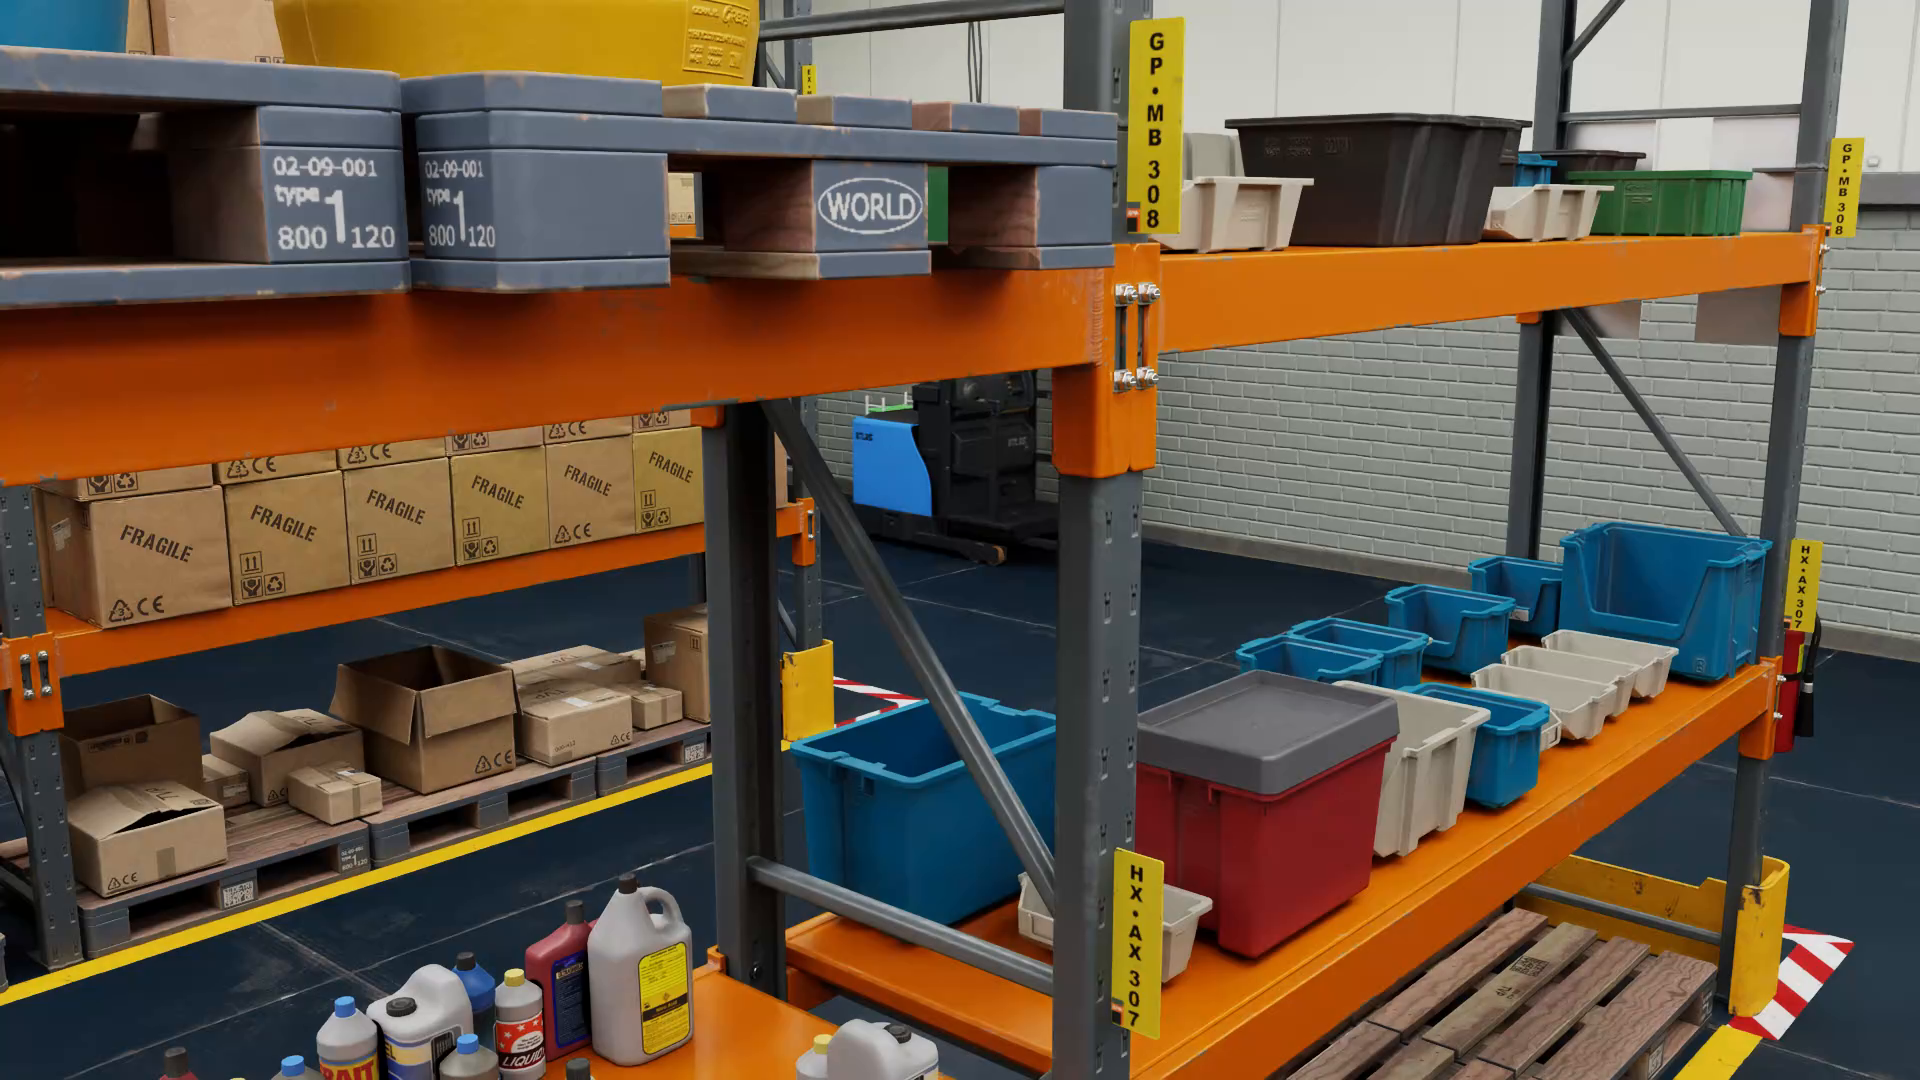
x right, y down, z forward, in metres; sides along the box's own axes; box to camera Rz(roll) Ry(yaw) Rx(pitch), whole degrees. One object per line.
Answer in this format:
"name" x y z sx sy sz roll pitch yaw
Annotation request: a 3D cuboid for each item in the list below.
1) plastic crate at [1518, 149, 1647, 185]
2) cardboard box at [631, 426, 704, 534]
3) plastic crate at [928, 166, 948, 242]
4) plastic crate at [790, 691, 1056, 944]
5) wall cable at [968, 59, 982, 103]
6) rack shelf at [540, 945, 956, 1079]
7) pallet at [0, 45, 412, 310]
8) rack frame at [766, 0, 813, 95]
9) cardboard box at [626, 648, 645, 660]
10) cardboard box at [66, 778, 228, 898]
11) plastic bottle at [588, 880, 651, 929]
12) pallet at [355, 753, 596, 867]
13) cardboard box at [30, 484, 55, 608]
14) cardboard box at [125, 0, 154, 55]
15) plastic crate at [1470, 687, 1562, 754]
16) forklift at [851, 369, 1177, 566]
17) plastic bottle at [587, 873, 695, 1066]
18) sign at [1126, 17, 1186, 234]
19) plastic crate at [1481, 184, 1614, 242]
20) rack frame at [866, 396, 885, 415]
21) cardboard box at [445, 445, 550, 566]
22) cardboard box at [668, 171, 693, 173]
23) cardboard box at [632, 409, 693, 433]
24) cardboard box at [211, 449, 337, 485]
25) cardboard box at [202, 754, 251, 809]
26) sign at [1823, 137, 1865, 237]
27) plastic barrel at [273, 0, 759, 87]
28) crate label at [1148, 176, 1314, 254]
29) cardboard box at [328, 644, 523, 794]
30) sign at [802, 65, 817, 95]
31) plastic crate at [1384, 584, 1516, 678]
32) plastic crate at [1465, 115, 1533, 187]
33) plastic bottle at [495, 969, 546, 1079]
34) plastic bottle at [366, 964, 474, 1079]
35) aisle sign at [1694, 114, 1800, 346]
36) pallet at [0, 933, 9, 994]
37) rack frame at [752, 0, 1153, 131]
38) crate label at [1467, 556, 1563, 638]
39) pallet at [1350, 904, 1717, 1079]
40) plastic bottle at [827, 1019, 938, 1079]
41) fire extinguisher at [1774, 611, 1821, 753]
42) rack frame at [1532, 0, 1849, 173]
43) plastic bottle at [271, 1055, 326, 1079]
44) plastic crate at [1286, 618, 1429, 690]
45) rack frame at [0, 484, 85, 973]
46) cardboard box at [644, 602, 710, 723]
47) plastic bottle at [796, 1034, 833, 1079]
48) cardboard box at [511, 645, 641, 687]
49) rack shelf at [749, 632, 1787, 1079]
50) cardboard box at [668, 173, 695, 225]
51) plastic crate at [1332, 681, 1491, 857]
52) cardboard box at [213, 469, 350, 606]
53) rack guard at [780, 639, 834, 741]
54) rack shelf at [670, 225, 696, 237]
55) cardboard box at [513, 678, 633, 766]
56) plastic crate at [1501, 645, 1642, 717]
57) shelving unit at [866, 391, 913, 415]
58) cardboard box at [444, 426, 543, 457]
"plastic crate" 2.070 -1.215 5.810 0.497 0.269 0.590 10 15 40
"cardboard box" -1.616 -0.341 8.503 0.500 0.500 0.500 10 15 41
"plastic crate" -0.054 -0.709 3.483 0.450 0.188 0.662 10 15 40
"plastic crate" -0.055 0.626 3.808 0.392 0.384 0.575 10 15 40
"wall cable" -0.906 -3.315 16.259 3.097 2.526 0.112 10 15 40
"rack shelf" -1.427 1.407 1.845 1.077 0.370 4.000 10 15 40
"pallet" -1.298 -0.323 1.495 1.003 0.211 1.213 10 15 40
"rack frame" -1.185 -3.411 8.816 1.000 3.000 0.127 10 15 40
"cardboard box" -1.720 0.730 9.554 0.380 0.149 0.250 10 15 40
"cardboard box" -3.386 1.188 6.847 0.500 0.311 0.500 10 15 40
"plastic bottle" -0.670 0.816 3.266 0.061 0.283 0.133 10 15 40
"pallet" -2.566 1.205 8.138 1.003 0.211 1.213 10 15 40
"cardboard box" -3.688 -0.037 6.982 0.500 0.500 0.500 10 15 41
"cardboard box" -3.533 -1.968 6.439 0.700 0.500 0.500 10 15 40
"plastic crate" 1.582 0.546 4.841 0.298 0.136 0.250 10 15 40
"forklift" 0.434 -1.338 13.929 3.031 2.935 1.130 11 16 43
"plastic bottle" -0.610 0.800 3.174 0.144 0.351 0.185 10 15 40
"sign" 0.305 -0.644 2.596 0.100 0.325 0.005 10 15 40
"plastic crate" 1.356 -0.834 4.244 0.437 0.136 0.530 10 15 40
"rack frame" -0.769 -0.715 15.225 0.240 1.200 0.015 11 16 43
"cardboard box" -2.282 -0.194 7.768 0.500 0.500 0.500 9 15 40
"cardboard box" -1.662 -1.930 8.164 0.500 0.250 0.500 10 15 40
"cardboard box" -1.605 -0.833 8.417 0.500 0.500 0.500 10 15 42
"cardboard box" -2.963 -0.529 6.895 0.500 0.500 0.500 9 15 39
"cardboard box" -3.460 1.118 7.612 0.380 0.149 0.250 10 15 40
"sign" 2.957 -1.179 5.567 0.100 0.325 0.005 10 15 40
"plastic barrel" -0.557 -0.849 2.091 0.600 0.588 0.600 0 11 0
"crate label" 0.433 -0.616 3.153 0.293 0.136 0.466 10 15 40
"cardboard box" -2.589 0.850 8.046 0.797 0.503 0.637 10 15 40
"sign" -0.781 -2.300 8.649 0.100 0.325 0.005 10 15 40
"plastic crate" 1.689 0.315 5.751 0.416 0.233 0.300 10 15 40
"plastic crate" 1.318 -1.080 4.959 0.504 0.338 0.767 10 15 40
"plastic bottle" -0.820 0.895 3.078 0.097 0.201 0.097 0 11 0
"plastic bottle" -0.940 0.893 2.896 0.152 0.276 0.135 10 15 40
"aisle sign" 2.801 -1.076 5.803 0.394 0.787 0.004 10 15 40
"pallet" -4.334 1.611 6.107 1.003 0.211 1.213 10 15 40
"rack frame" -0.107 -2.182 2.660 1.000 3.000 0.127 10 15 40
"crate label" 2.123 0.218 6.236 0.416 0.233 0.303 10 15 40
"pallet" 1.960 1.655 5.885 1.003 0.211 1.213 10 15 40
"plastic bottle" -0.124 0.921 2.761 0.152 0.276 0.135 10 15 40
"fire extinguisher" 2.974 0.429 6.056 0.296 0.674 0.183 10 15 40
"rack frame" 2.533 -2.770 5.607 1.000 3.000 0.127 10 15 40
"plastic bottle" -1.102 0.958 2.764 0.097 0.201 0.097 0 11 0
"plastic crate" 1.254 0.412 5.266 0.416 0.233 0.300 10 15 40
"rack frame" -3.825 0.119 6.457 1.000 3.000 0.127 10 15 40
"cardboard box" -1.359 0.652 9.045 0.500 0.500 0.500 10 15 40
"plastic bottle" -0.230 0.944 2.835 0.097 0.201 0.097 0 11 0
"cardboard box" -2.087 0.780 9.045 0.500 0.250 0.500 10 15 40
"rack shelf" 1.213 0.818 4.792 1.077 0.370 4.000 10 15 40
"cardboard box" -1.664 -1.685 8.214 0.500 0.250 0.500 10 15 40
"plastic crate" 1.039 0.588 4.259 0.437 0.282 0.530 10 15 40
"cardboard box" -2.949 -0.046 7.026 0.500 0.500 0.500 10 15 41
"rack guard" -1.235 0.767 9.593 1.175 0.500 0.348 10 15 40
"rack shelf" -2.505 -1.293 7.707 1.077 0.370 4.000 10 15 40
"cardboard box" -2.008 0.911 8.390 0.500 0.250 0.500 10 15 40
"plastic crate" 1.929 0.455 5.292 0.396 0.136 0.243 10 15 40
"shelving unit" -0.598 -0.749 15.396 0.258 1.200 0.503 11 16 43
"cardboard box" -2.283 -0.681 7.654 0.500 0.500 0.500 10 15 42
